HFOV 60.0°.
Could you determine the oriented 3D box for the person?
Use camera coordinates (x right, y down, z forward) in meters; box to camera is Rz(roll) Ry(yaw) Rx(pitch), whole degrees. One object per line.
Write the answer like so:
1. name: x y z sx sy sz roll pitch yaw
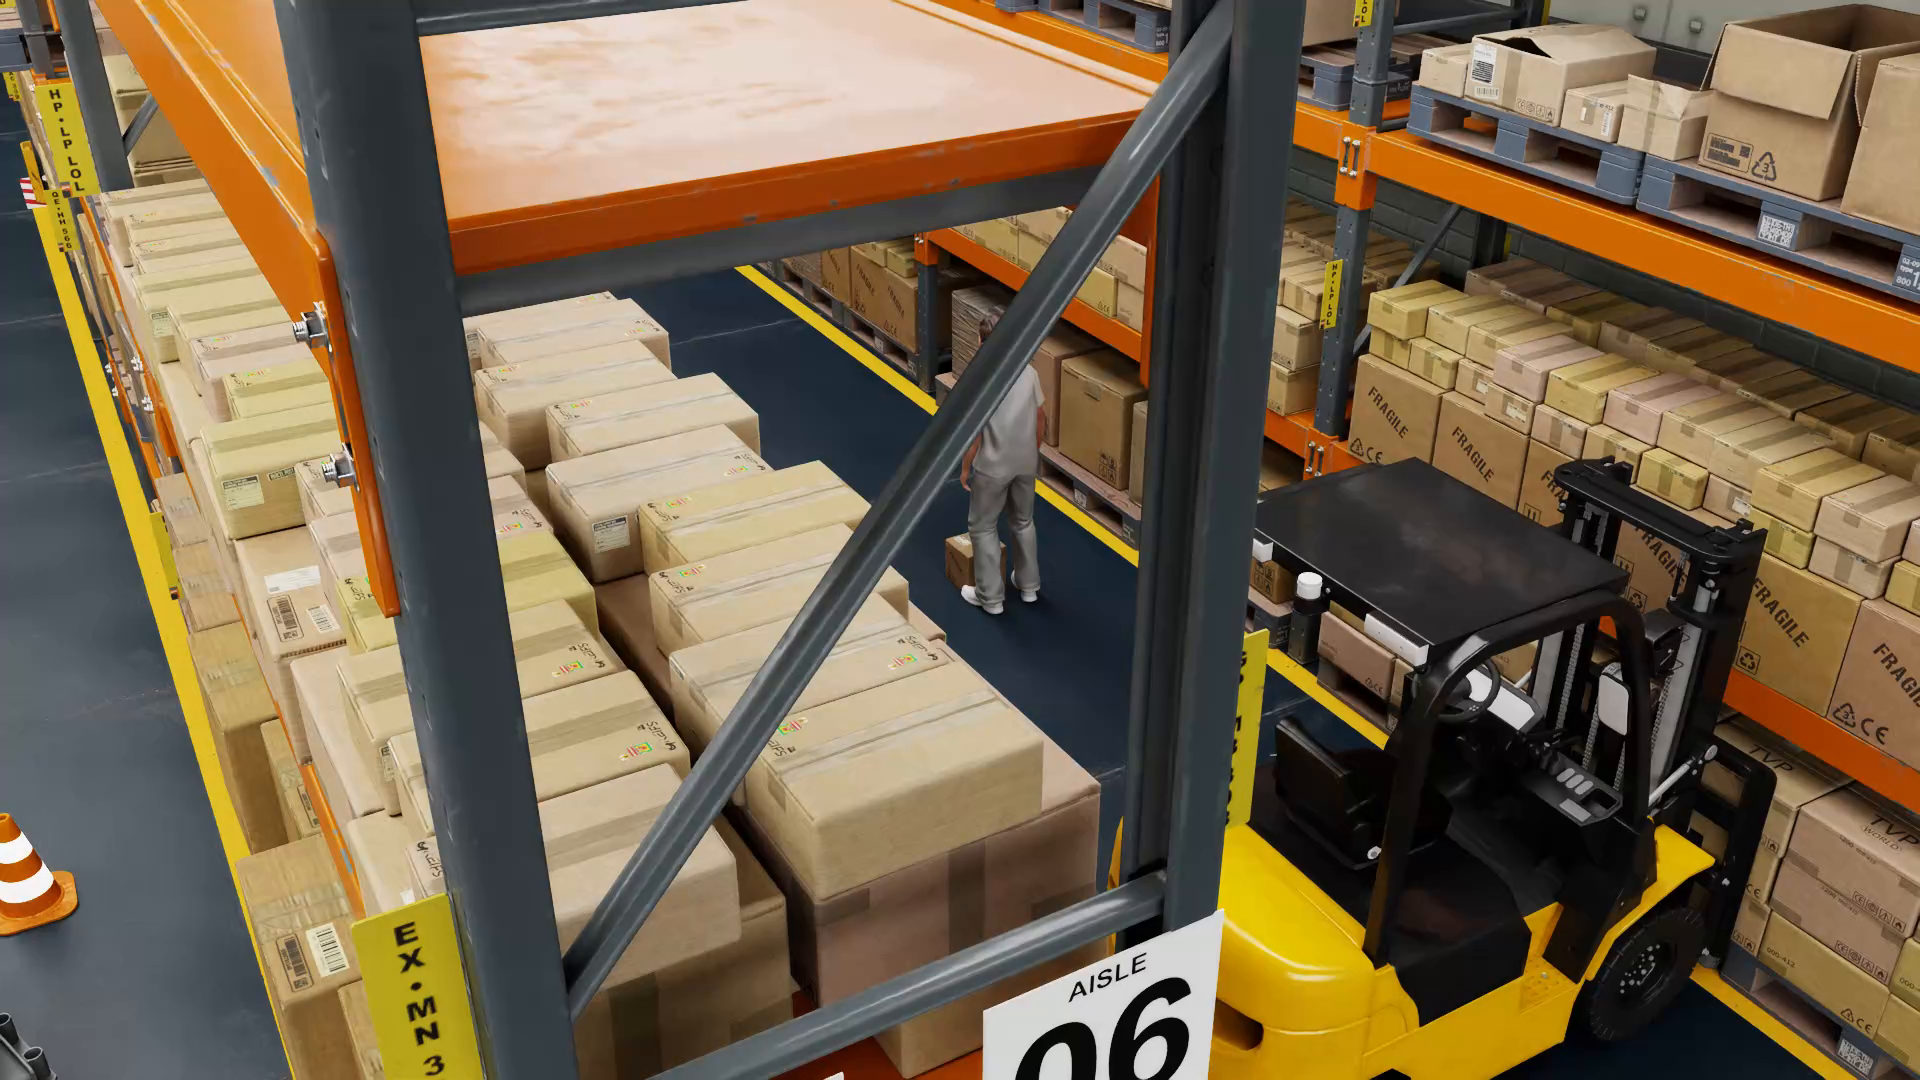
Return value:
1. person: 0.224 -0.398 8.842 0.486 1.673 0.357 -16 33 -26
